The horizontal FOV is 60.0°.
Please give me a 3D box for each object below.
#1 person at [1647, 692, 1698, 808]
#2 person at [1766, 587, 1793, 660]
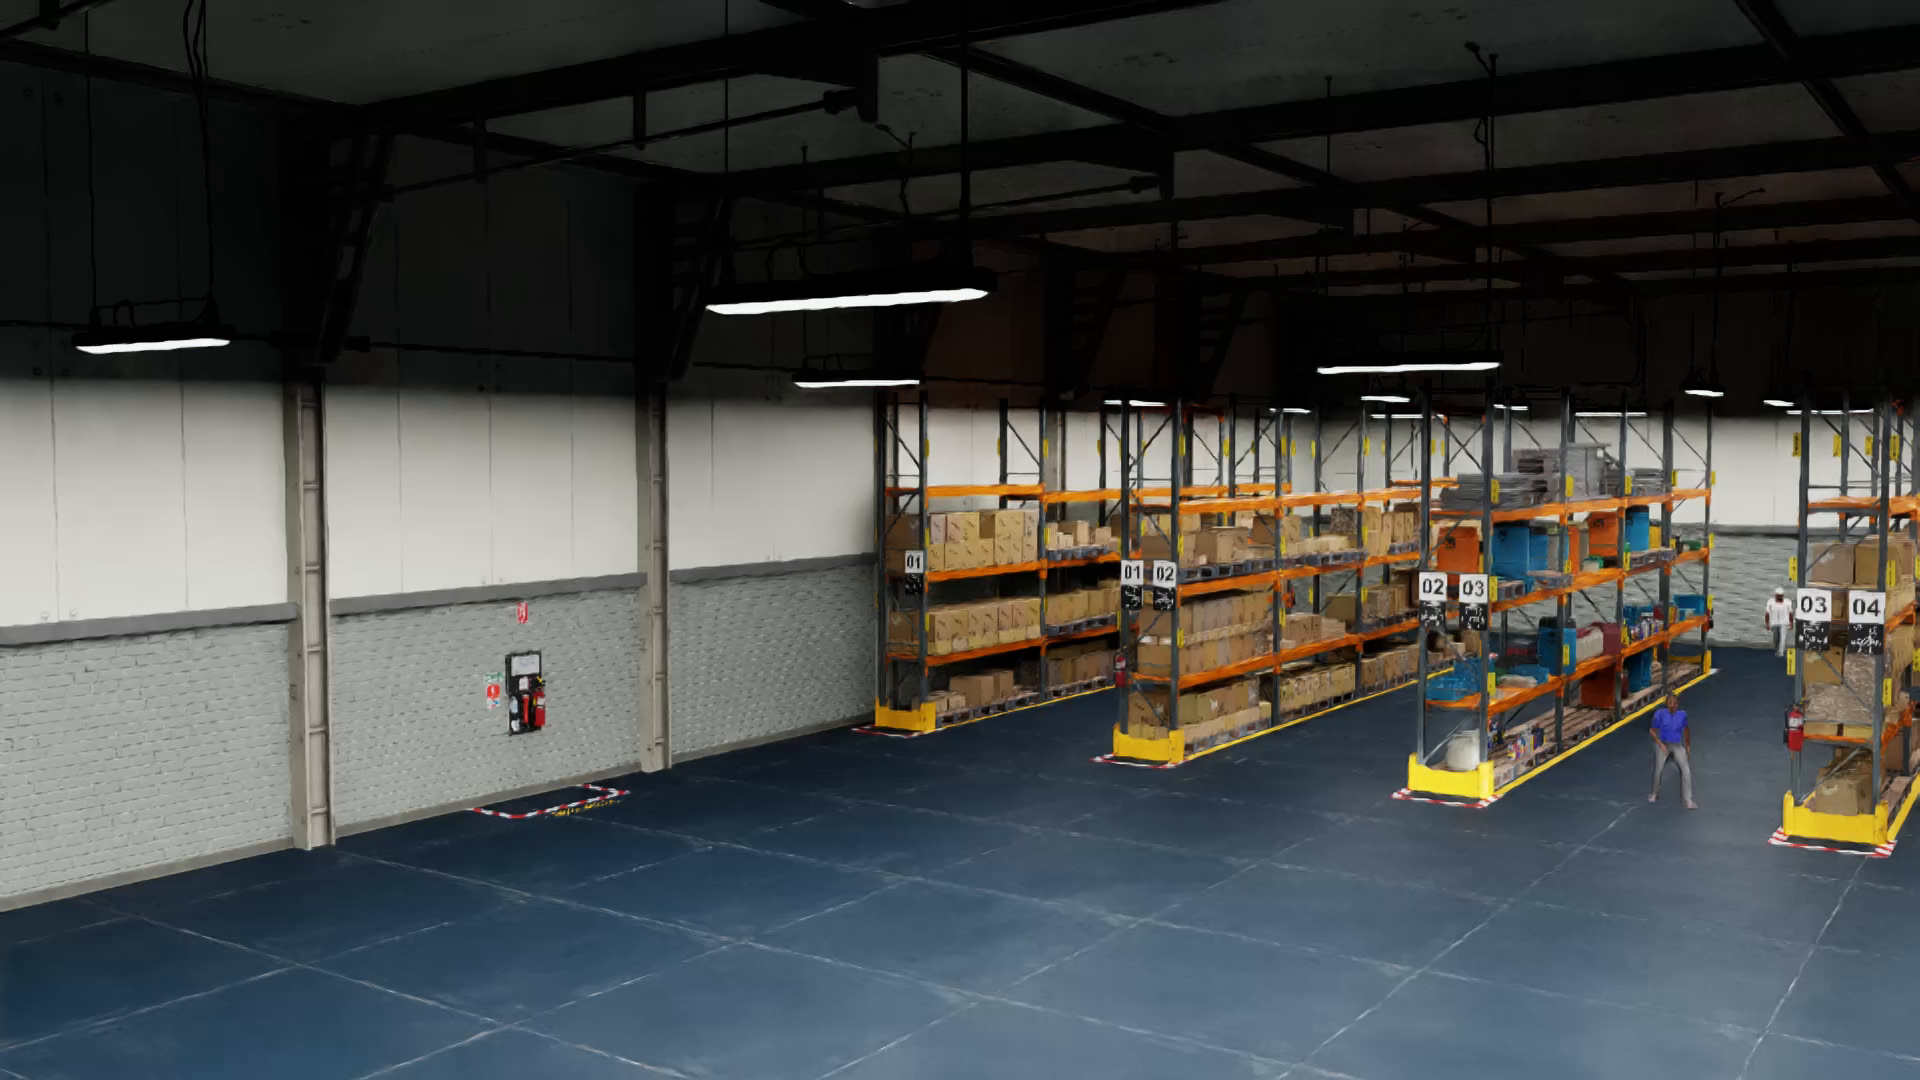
[{"bbox_3d":[9.951,2.907,23.245,0.619,1.593,0.798,1,3,15],"label":"person"},{"bbox_3d":[19.429,1.957,39.473,0.577,1.691,1.121,2,4,37],"label":"person"}]
